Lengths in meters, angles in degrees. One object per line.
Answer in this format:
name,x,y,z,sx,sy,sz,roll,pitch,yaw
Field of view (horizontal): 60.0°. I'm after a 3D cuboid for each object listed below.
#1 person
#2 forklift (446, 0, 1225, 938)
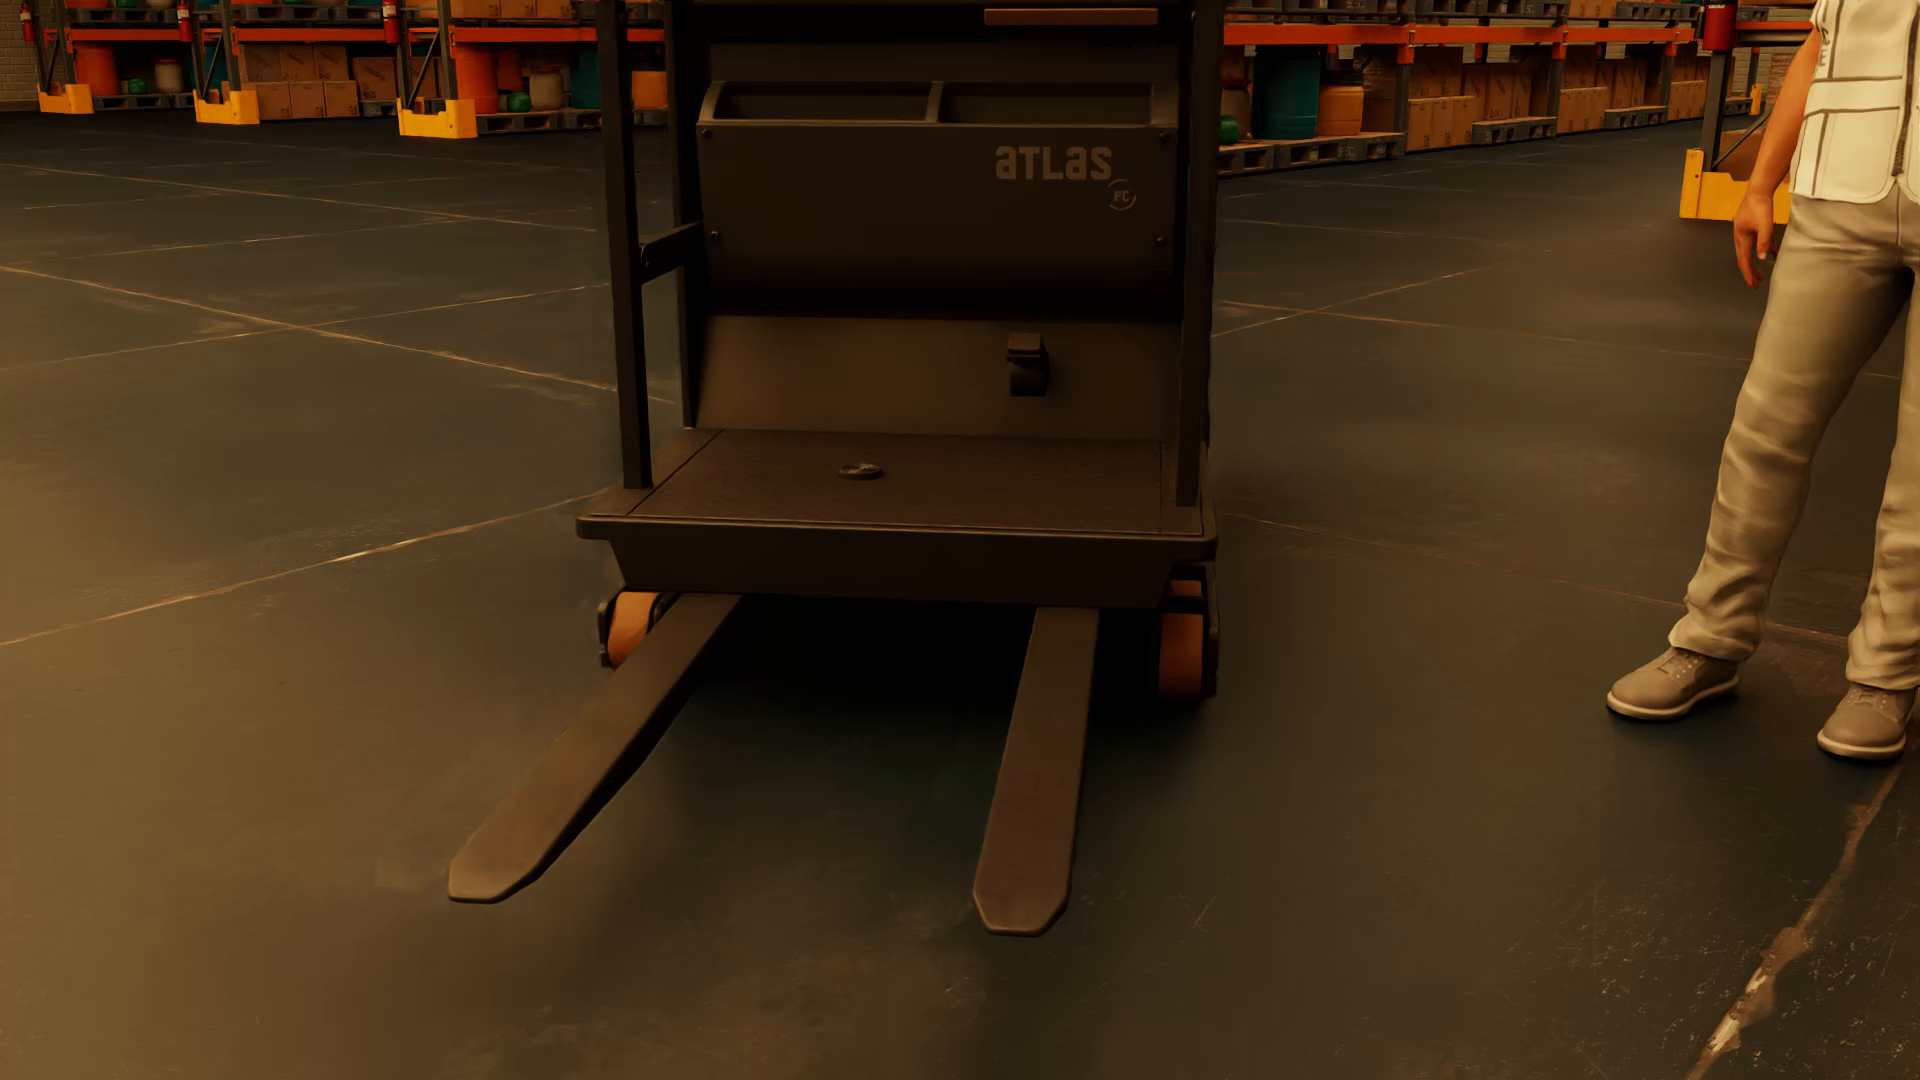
person,1.505,-0.485,2.657,0.513,1.672,0.597,-15,23,-41
forklift,-0.065,-1.215,2.900,1.130,2.935,3.031,2,17,6
